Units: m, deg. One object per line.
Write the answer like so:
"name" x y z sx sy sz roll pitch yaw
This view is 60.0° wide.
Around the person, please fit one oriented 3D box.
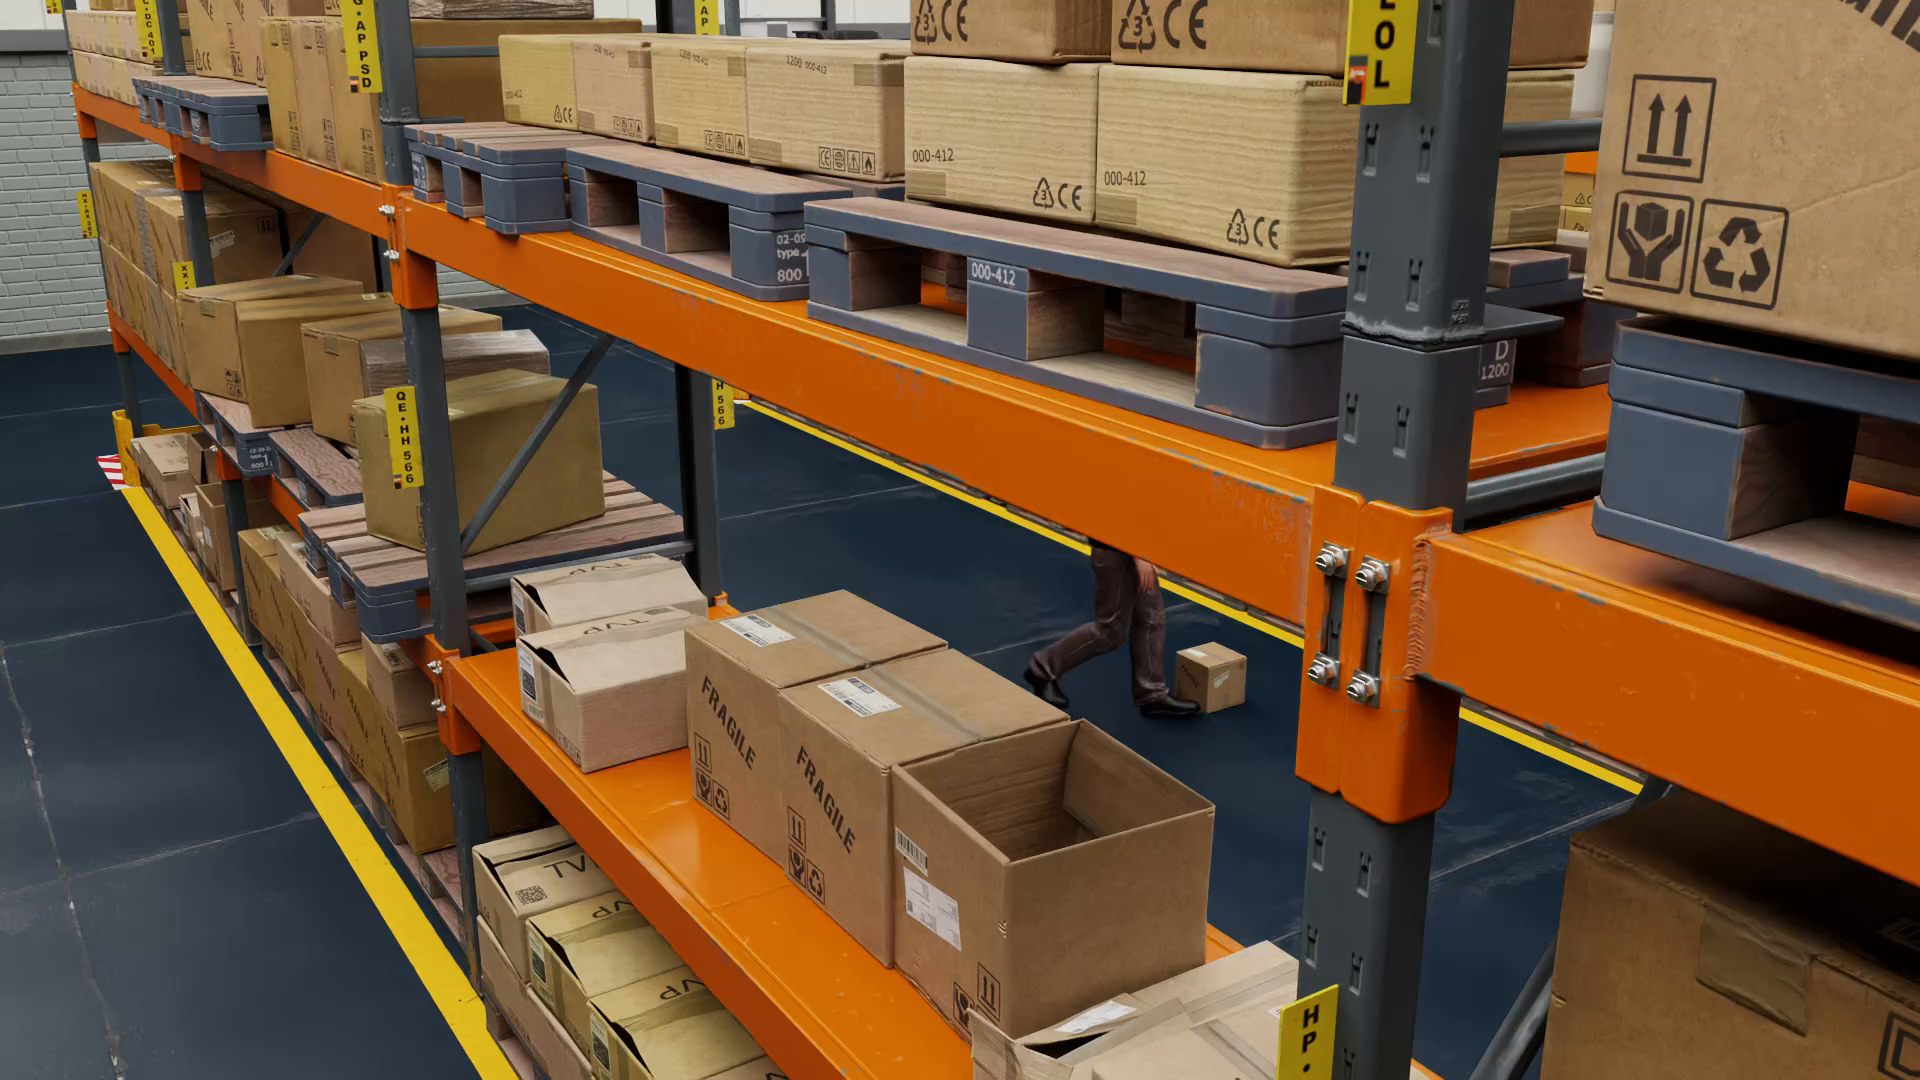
"person" 0.749 0.047 7.965 0.872 1.706 0.599 2 18 6
